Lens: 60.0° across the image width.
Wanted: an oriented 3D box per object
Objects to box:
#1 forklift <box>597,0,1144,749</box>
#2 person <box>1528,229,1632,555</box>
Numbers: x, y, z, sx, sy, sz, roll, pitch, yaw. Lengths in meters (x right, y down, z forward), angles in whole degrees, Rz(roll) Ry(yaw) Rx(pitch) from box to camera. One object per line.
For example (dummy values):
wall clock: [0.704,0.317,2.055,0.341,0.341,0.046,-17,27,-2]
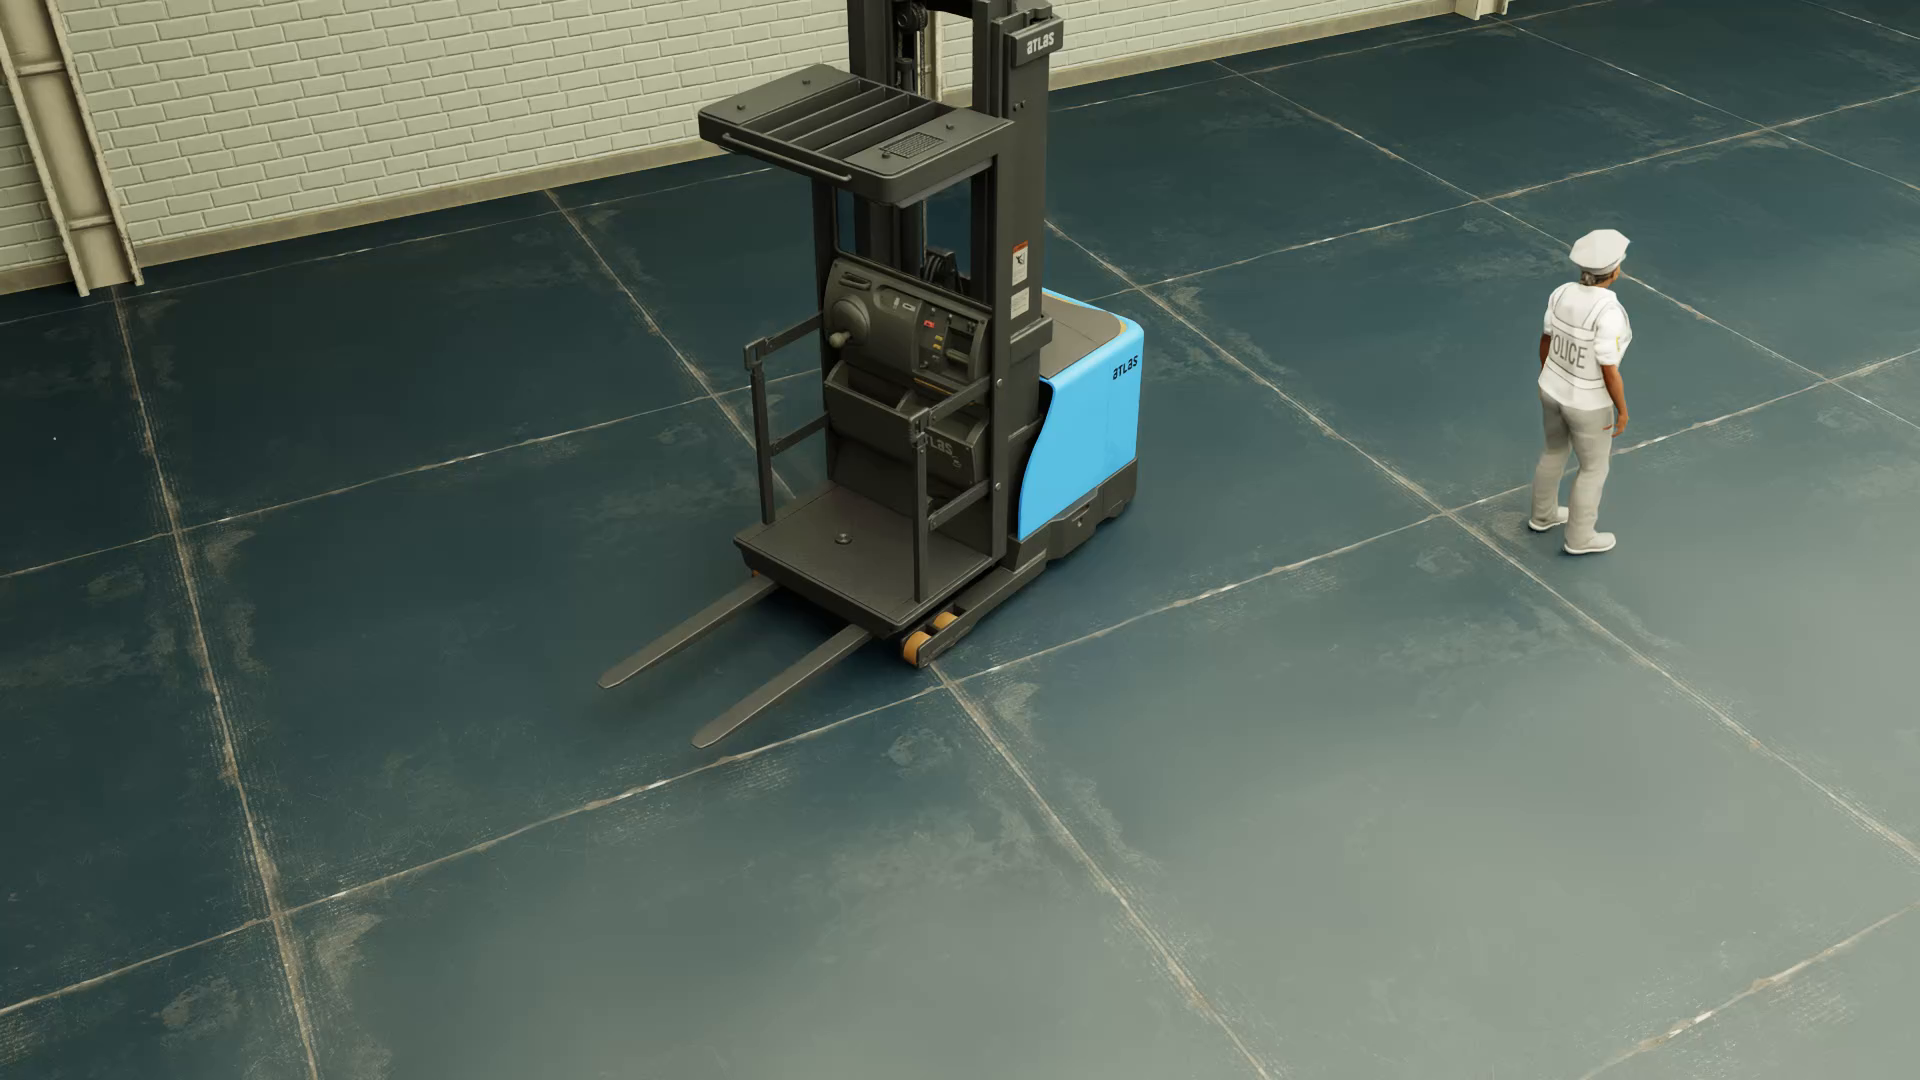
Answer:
forklift: [-0.390,-0.927,7.434,1.130,2.935,3.031,26,43,31]
person: [3.098,-0.725,8.231,0.471,1.709,0.536,-15,38,-20]
